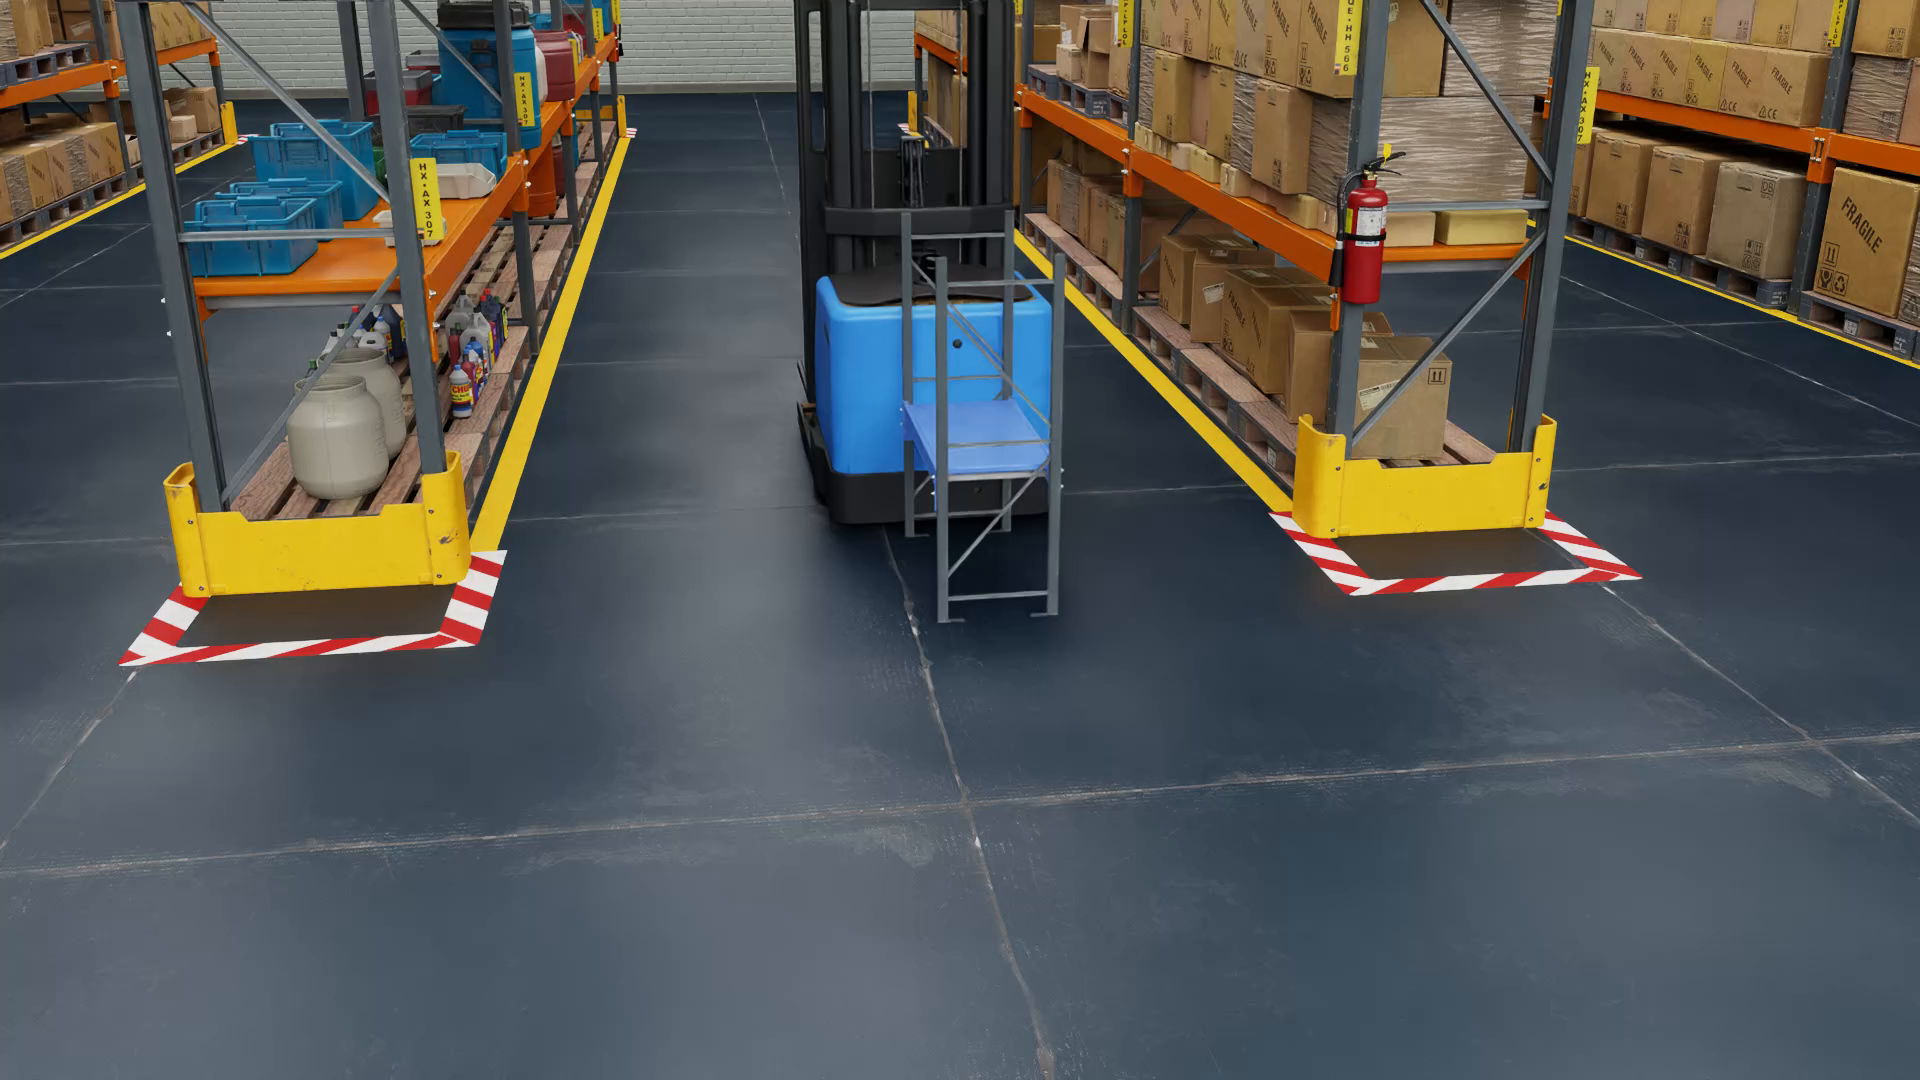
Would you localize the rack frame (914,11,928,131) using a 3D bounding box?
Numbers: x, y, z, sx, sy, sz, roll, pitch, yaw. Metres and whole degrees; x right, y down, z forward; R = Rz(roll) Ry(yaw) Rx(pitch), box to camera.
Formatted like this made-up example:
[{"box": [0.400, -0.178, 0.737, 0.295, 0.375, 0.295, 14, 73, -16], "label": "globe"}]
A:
[{"box": [-0.106, -7.012, 22.204, 1.000, 3.000, 0.127, -3, 21, -8], "label": "rack frame"}]

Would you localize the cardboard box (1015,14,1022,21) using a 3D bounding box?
[{"box": [0.867, -5.239, 15.880, 0.797, 0.503, 0.637, -2, 21, -6], "label": "cardboard box"}]

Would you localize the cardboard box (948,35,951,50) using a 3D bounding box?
[{"box": [0.065, -5.688, 19.018, 0.380, 0.149, 0.250, -3, 21, -7], "label": "cardboard box"}]

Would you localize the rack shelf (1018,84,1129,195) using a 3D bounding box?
[{"box": [1.336, -3.213, 13.060, 1.077, 0.370, 4.000, -3, 21, -8], "label": "rack shelf"}]

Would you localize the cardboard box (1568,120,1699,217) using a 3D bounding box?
[{"box": [5.969, -3.385, 15.108, 1.050, 0.750, 0.750, -3, 21, -8], "label": "cardboard box"}]

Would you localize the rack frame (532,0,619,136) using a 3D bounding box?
[{"box": [-5.007, -6.763, 21.535, 1.000, 3.000, 0.127, -3, 21, -8], "label": "rack frame"}]

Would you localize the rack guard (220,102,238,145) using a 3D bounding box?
[{"box": [-9.898, -5.317, 21.237, 1.175, 0.500, 0.348, -3, 21, -8], "label": "rack guard"}]

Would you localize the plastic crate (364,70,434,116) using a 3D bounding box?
[{"box": [-3.650, -2.790, 10.808, 0.402, 0.464, 0.583, -3, 21, -8], "label": "plastic crate"}]

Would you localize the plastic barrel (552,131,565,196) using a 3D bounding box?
[{"box": [-4.104, -3.619, 15.966, 0.600, 0.588, 0.708, -3, 21, -8], "label": "plastic barrel"}]

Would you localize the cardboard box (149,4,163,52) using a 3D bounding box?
[{"box": [-9.283, -5.717, 18.592, 0.500, 0.500, 0.500, -3, 21, -8], "label": "cardboard box"}]

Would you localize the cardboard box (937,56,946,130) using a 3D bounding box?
[{"box": [0.197, -5.681, 21.076, 0.875, 0.875, 0.875, -3, 21, -8], "label": "cardboard box"}]

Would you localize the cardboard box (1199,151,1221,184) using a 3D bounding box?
[{"box": [1.587, -2.132, 9.495, 0.380, 0.149, 0.250, -3, 21, -8], "label": "cardboard box"}]

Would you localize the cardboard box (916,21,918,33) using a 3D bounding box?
[{"box": [-0.381, -6.755, 21.874, 0.380, 0.149, 0.250, -3, 21, -7], "label": "cardboard box"}]

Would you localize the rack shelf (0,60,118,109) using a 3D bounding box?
[{"box": [-9.044, -4.100, 15.434, 1.077, 0.370, 4.000, -3, 21, -8], "label": "rack shelf"}]

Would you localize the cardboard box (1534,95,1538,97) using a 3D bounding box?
[{"box": [5.902, -4.614, 17.682, 0.500, 0.250, 0.500, -4, 21, -10], "label": "cardboard box"}]

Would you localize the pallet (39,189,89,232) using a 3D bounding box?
[{"box": [-8.999, -3.120, 15.767, 1.003, 0.211, 1.213, -3, 21, -8], "label": "pallet"}]

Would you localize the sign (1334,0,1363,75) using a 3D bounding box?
[{"box": [1.648, -2.142, 7.058, 0.100, 0.325, 0.005, -3, 21, -8], "label": "sign"}]

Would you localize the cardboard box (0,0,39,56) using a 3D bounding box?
[{"box": [-9.017, -4.764, 15.441, 0.700, 0.500, 0.500, -8, 22, -21], "label": "cardboard box"}]

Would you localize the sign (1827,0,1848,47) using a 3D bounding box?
[{"box": [6.011, -3.547, 11.385, 0.100, 0.325, 0.005, -3, 21, -8], "label": "sign"}]

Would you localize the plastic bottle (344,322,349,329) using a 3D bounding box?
[{"box": [-3.562, -1.116, 9.672, 0.061, 0.283, 0.133, -2, 21, -5], "label": "plastic bottle"}]

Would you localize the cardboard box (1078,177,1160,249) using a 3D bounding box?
[{"box": [1.345, -2.659, 13.493, 0.700, 0.500, 0.500, -1, 21, -3], "label": "cardboard box"}]

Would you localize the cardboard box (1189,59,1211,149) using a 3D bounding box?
[{"box": [1.837, -2.542, 9.667, 0.875, 0.500, 0.500, -3, 21, -8], "label": "cardboard box"}]

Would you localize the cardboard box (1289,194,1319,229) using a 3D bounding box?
[{"box": [1.833, -1.614, 8.109, 0.380, 0.149, 0.250, -3, 21, -8], "label": "cardboard box"}]

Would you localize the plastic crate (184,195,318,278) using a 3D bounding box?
[{"box": [-3.069, -1.311, 7.153, 0.499, 0.251, 0.616, -3, 21, -8], "label": "plastic crate"}]

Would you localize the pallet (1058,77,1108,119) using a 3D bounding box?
[{"box": [1.373, -3.469, 12.992, 1.003, 0.211, 1.213, -3, 21, -8], "label": "pallet"}]

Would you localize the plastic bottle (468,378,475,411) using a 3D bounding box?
[{"box": [-2.669, -0.797, 8.935, 0.097, 0.201, 0.097, 0, 20, 0], "label": "plastic bottle"}]

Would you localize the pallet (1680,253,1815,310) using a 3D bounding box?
[{"box": [6.361, -2.030, 12.849, 1.003, 0.211, 1.213, -3, 21, -8], "label": "pallet"}]

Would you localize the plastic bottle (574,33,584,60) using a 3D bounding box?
[{"box": [-4.054, -5.199, 17.527, 0.152, 0.276, 0.135, -3, 21, -8], "label": "plastic bottle"}]

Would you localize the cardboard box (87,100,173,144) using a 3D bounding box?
[{"box": [-9.609, -4.816, 19.263, 0.797, 0.503, 0.637, -3, 21, -8], "label": "cardboard box"}]

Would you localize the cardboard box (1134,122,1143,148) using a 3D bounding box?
[{"box": [1.357, -2.650, 10.884, 0.380, 0.149, 0.250, -3, 21, -8], "label": "cardboard box"}]

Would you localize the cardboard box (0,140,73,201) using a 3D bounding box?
[{"box": [-8.768, -3.487, 15.708, 0.500, 0.500, 0.500, -4, 21, -10], "label": "cardboard box"}]

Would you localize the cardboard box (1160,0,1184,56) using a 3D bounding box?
[{"box": [1.511, -3.171, 9.921, 0.500, 0.500, 0.500, -3, 21, -8], "label": "cardboard box"}]

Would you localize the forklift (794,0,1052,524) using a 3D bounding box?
[{"box": [-0.311, -1.926, 8.683, 1.130, 2.935, 3.031, -3, 21, -9], "label": "forklift"}]

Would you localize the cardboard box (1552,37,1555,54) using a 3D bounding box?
[{"box": [5.444, -4.684, 15.730, 0.380, 0.149, 0.250, -3, 21, -7], "label": "cardboard box"}]

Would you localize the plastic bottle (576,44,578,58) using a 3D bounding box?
[{"box": [-3.928, -4.898, 16.721, 0.152, 0.276, 0.135, -3, 21, -8], "label": "plastic bottle"}]

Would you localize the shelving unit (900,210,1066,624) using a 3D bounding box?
[{"box": [0.073, -0.554, 7.056, 0.538, 1.500, 1.048, -3, 21, -9], "label": "shelving unit"}]

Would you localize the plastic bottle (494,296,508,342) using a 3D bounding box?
[{"box": [-2.882, -1.391, 10.408, 0.061, 0.283, 0.133, -2, 21, -5], "label": "plastic bottle"}]

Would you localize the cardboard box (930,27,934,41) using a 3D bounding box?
[{"box": [-0.158, -6.223, 20.449, 0.380, 0.149, 0.250, -3, 21, -9], "label": "cardboard box"}]

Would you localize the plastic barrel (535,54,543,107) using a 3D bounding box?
[{"box": [-3.434, -3.554, 12.784, 0.421, 0.512, 0.421, 0, 20, 0], "label": "plastic barrel"}]

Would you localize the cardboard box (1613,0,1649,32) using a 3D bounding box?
[{"box": [6.099, -4.642, 14.286, 0.700, 0.500, 0.500, -3, 21, -9], "label": "cardboard box"}]

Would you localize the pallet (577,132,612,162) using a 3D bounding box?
[{"box": [-4.754, -4.747, 20.125, 1.003, 0.211, 1.213, -3, 21, -8], "label": "pallet"}]

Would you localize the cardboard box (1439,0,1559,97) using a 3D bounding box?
[{"box": [2.391, -2.331, 7.674, 0.500, 0.500, 0.500, -3, 21, -8], "label": "cardboard box"}]

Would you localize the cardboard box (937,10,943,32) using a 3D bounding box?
[{"box": [-0.003, -6.192, 19.797, 0.500, 0.250, 0.500, -2, 21, -7], "label": "cardboard box"}]

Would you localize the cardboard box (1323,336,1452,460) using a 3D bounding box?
[{"box": [2.127, -0.715, 8.317, 0.500, 0.500, 0.500, 1, 20, 2], "label": "cardboard box"}]

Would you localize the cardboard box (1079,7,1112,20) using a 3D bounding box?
[{"box": [1.344, -4.113, 13.698, 0.700, 0.500, 0.500, 0, 20, 0], "label": "cardboard box"}]

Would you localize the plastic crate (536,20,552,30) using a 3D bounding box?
[{"box": [-5.064, -6.050, 19.782, 0.416, 0.233, 0.300, -3, 21, -8], "label": "plastic crate"}]

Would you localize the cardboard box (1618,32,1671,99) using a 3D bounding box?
[{"box": [5.916, -3.985, 13.956, 0.500, 0.500, 0.500, -3, 21, -8], "label": "cardboard box"}]

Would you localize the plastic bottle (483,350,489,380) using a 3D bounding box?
[{"box": [-2.761, -1.020, 9.532, 0.097, 0.201, 0.097, 0, 20, 0], "label": "plastic bottle"}]

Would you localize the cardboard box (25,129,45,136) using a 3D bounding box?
[{"box": [-9.416, -3.800, 16.548, 0.500, 0.500, 0.500, -3, 21, -7], "label": "cardboard box"}]

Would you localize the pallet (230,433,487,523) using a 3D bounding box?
[{"box": [-2.870, -0.222, 8.009, 1.003, 0.211, 1.213, -3, 21, -8], "label": "pallet"}]

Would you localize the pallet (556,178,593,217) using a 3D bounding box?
[{"box": [-4.181, -3.379, 16.461, 1.003, 0.211, 1.213, -3, 21, -8], "label": "pallet"}]

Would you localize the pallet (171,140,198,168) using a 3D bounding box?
[{"box": [-9.610, -4.484, 19.420, 1.003, 0.211, 1.213, -3, 21, -8], "label": "pallet"}]
